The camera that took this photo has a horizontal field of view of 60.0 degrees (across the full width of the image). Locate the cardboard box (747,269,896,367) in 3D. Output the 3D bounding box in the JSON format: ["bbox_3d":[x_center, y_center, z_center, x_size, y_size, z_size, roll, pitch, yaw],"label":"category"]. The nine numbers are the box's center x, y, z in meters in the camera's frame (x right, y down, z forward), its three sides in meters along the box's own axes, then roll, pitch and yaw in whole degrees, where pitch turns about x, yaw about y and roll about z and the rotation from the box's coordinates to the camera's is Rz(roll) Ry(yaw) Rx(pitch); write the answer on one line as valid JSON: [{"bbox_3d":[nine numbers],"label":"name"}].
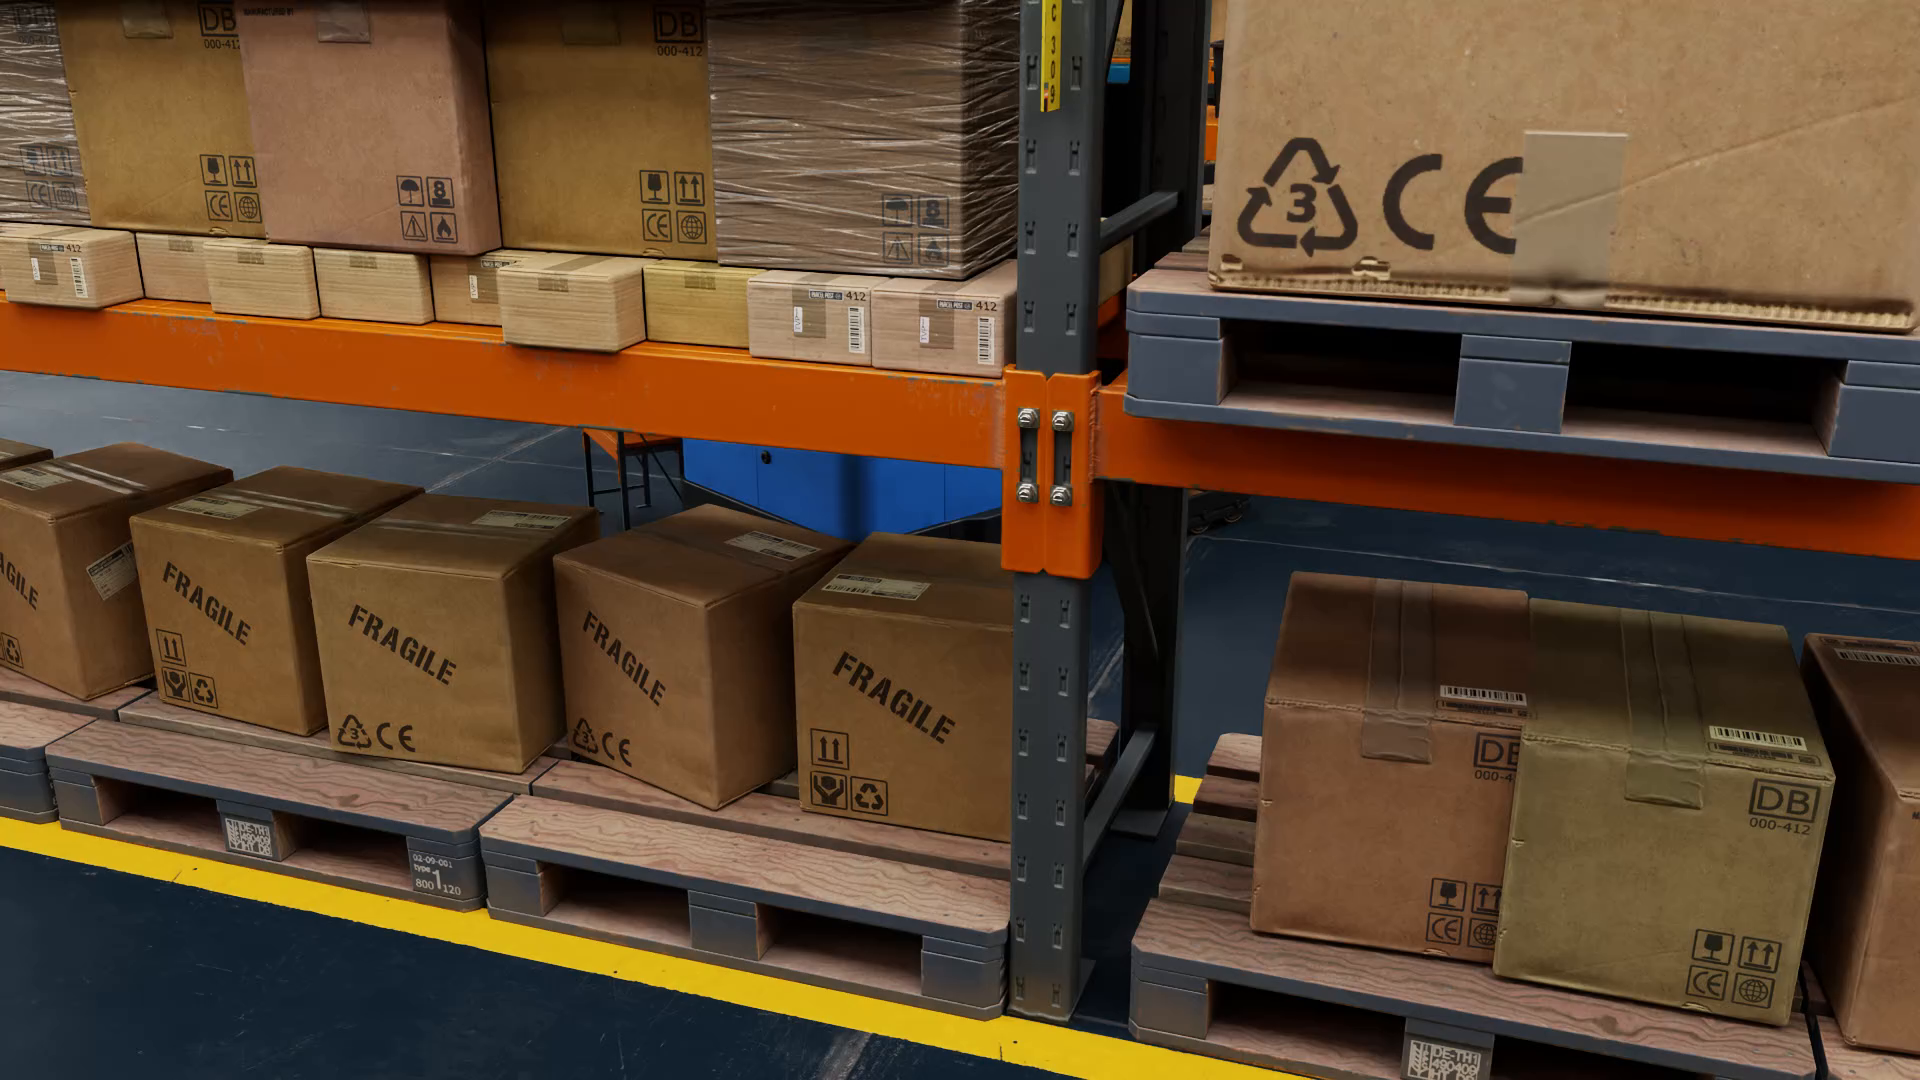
[{"bbox_3d":[-0.214,-0.454,3.204,0.250,0.149,0.380,7,20,18],"label":"cardboard box"}]

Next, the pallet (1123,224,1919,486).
[{"bbox_3d":[0.993,-0.393,2.938,1.213,0.211,1.003,7,20,18],"label":"pallet"}]

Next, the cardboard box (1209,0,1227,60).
[{"bbox_3d":[2.179,-3.895,12.540,0.500,0.500,0.700,7,20,19],"label":"cardboard box"}]

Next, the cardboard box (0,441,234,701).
[{"bbox_3d":[-2.300,0.065,4.491,0.500,0.500,0.500,13,23,32],"label":"cardboard box"}]

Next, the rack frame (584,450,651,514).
[{"bbox_3d":[-1.309,-0.681,6.207,0.240,1.200,0.015,-10,21,-25],"label":"rack frame"}]

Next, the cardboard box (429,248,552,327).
[{"bbox_3d":[-0.896,-0.560,3.509,0.250,0.149,0.380,7,20,18],"label":"cardboard box"}]

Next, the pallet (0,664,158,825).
[{"bbox_3d":[-2.633,0.380,4.664,1.213,0.211,1.003,7,20,18],"label":"pallet"}]

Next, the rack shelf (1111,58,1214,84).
[{"bbox_3d":[1.683,-3.567,12.846,4.000,0.370,1.077,7,20,18],"label":"rack shelf"}]

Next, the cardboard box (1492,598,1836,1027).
[{"bbox_3d":[1.336,0.492,3.238,0.500,0.500,0.700,6,20,18],"label":"cardboard box"}]

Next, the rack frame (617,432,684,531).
[{"bbox_3d":[-1.087,-0.538,5.796,0.240,1.200,0.015,-10,21,-25],"label":"rack frame"}]

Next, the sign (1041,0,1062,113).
[{"bbox_3d":[0.147,-0.851,2.644,0.005,0.325,0.100,7,20,18],"label":"sign"}]

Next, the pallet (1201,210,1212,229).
[{"bbox_3d":[1.679,-2.604,13.227,1.213,0.211,1.003,7,20,18],"label":"pallet"}]

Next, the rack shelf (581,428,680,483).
[{"bbox_3d":[-1.198,-0.358,6.089,0.258,0.148,0.480,-10,21,-25],"label":"rack shelf"}]

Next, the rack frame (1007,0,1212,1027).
[{"bbox_3d":[0.318,-0.611,3.273,0.127,3.000,1.000,7,20,18],"label":"rack frame"}]

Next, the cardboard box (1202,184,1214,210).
[{"bbox_3d":[2.117,-2.680,12.746,0.500,0.250,0.500,7,20,18],"label":"cardboard box"}]

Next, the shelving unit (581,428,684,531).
[{"bbox_3d":[-1.198,-0.609,6.002,0.258,1.200,0.503,-10,21,-25],"label":"shelving unit"}]

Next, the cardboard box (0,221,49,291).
[{"bbox_3d":[-2.086,-0.687,3.871,0.250,0.149,0.380,7,20,18],"label":"cardboard box"}]

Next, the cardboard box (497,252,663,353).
[{"bbox_3d":[-0.703,-0.492,3.314,0.250,0.149,0.380,7,20,18],"label":"cardboard box"}]

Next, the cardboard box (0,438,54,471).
[{"bbox_3d":[-2.876,0.011,4.646,0.500,0.500,0.500,11,22,28],"label":"cardboard box"}]

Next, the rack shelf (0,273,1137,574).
[{"bbox_3d":[-1.571,-0.488,4.011,4.000,0.370,1.077,7,20,18],"label":"rack shelf"}]

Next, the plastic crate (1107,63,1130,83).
[{"bbox_3d":[0.809,-2.116,7.816,0.616,0.251,0.499,7,20,18],"label":"plastic crate"}]

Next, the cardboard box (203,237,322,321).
[{"bbox_3d":[-1.393,-0.591,3.596,0.250,0.149,0.380,7,20,18],"label":"cardboard box"}]

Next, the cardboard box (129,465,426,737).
[{"bbox_3d":[-1.715,0.139,4.281,0.500,0.500,0.500,9,21,23],"label":"cardboard box"}]

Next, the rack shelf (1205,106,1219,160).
[{"bbox_3d":[0.054,-2.028,8.429,4.000,0.370,1.077,7,20,18],"label":"rack shelf"}]

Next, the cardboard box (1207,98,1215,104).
[{"bbox_3d":[1.820,-3.254,13.254,0.500,0.500,0.500,7,20,18],"label":"cardboard box"}]

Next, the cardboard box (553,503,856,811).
[{"bbox_3d":[-0.590,0.256,3.945,0.500,0.500,0.500,14,24,35],"label":"cardboard box"}]

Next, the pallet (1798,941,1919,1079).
[{"bbox_3d":[2.210,0.920,3.115,1.213,0.211,1.003,7,20,18],"label":"pallet"}]

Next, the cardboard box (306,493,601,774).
[{"bbox_3d":[-1.202,0.213,4.068,0.500,0.500,0.500,5,20,13],"label":"cardboard box"}]

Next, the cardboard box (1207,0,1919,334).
[{"bbox_3d":[1.023,-0.964,2.734,1.000,1.000,1.000,7,20,18],"label":"cardboard box"}]

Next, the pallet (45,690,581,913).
[{"bbox_3d":[-1.484,0.513,4.285,1.213,0.211,1.003,7,20,18],"label":"pallet"}]

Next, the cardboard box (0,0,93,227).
[{"bbox_3d":[-1.980,-1.079,4.010,0.500,0.500,0.875,7,20,18],"label":"cardboard box"}]

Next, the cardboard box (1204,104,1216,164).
[{"bbox_3d":[2.121,-3.038,12.633,0.500,0.500,0.500,7,20,18],"label":"cardboard box"}]

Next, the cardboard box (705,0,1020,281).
[{"bbox_3d":[-0.087,-0.867,3.402,0.500,0.500,0.875,7,20,18],"label":"cardboard box"}]

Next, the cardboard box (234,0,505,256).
[{"bbox_3d":[-1.053,-0.954,3.653,0.500,0.500,0.875,7,20,18],"label":"cardboard box"}]

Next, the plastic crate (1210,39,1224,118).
[{"bbox_3d":[1.491,-2.218,7.977,0.504,0.338,0.767,7,20,18],"label":"plastic crate"}]

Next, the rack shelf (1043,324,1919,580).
[{"bbox_3d":[2.208,-0.056,2.771,4.000,0.370,1.077,7,20,18],"label":"rack shelf"}]

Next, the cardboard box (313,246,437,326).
[{"bbox_3d":[-1.146,-0.575,3.550,0.250,0.149,0.380,7,20,18],"label":"cardboard box"}]

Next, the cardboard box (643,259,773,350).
[{"bbox_3d":[-0.431,-0.500,3.335,0.250,0.149,0.380,7,20,18],"label":"cardboard box"}]

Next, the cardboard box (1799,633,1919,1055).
[{"bbox_3d":[1.864,0.552,3.065,0.500,0.500,0.700,5,20,13],"label":"cardboard box"}]

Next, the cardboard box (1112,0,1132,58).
[{"bbox_3d":[1.196,-4.005,12.857,0.500,0.500,0.700,7,20,18],"label":"cardboard box"}]

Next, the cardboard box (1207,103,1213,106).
[{"bbox_3d":[1.644,-3.087,12.776,0.500,0.500,0.500,7,20,18],"label":"cardboard box"}]

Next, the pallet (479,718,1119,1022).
[{"bbox_3d":[-0.328,0.644,3.908,1.213,0.211,1.003,7,20,18],"label":"pallet"}]

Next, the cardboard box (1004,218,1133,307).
[{"bbox_3d":[0.214,-0.609,3.649,0.250,0.149,0.380,7,20,18],"label":"cardboard box"}]

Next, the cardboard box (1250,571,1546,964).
[{"bbox_3d":[0.891,0.434,3.402,0.500,0.500,0.700,5,20,14],"label":"cardboard box"}]

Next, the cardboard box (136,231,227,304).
[{"bbox_3d":[-1.604,-0.642,3.742,0.250,0.149,0.380,7,20,18],"label":"cardboard box"}]

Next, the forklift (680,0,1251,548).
[{"bbox_3d":[0.465,-1.521,5.986,3.031,2.935,1.130,-16,25,-39],"label":"forklift"}]

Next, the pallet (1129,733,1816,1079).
[{"bbox_3d":[1.054,0.789,3.492,1.213,0.211,1.003,7,20,18],"label":"pallet"}]

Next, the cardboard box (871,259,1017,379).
[{"bbox_3d":[0.019,-0.424,3.118,0.250,0.149,0.380,7,20,18],"label":"cardboard box"}]

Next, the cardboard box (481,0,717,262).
[{"bbox_3d":[-0.547,-0.932,3.588,0.500,0.500,0.875,7,20,18],"label":"cardboard box"}]

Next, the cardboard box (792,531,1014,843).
[{"bbox_3d":[-0.046,0.315,3.775,0.500,0.500,0.500,6,20,16],"label":"cardboard box"}]

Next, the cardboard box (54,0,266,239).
[{"bbox_3d":[-1.511,-1.021,3.845,0.500,0.500,0.875,7,20,18],"label":"cardboard box"}]

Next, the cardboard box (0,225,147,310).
[{"bbox_3d":[-1.884,-0.628,3.701,0.250,0.149,0.380,7,20,18],"label":"cardboard box"}]
